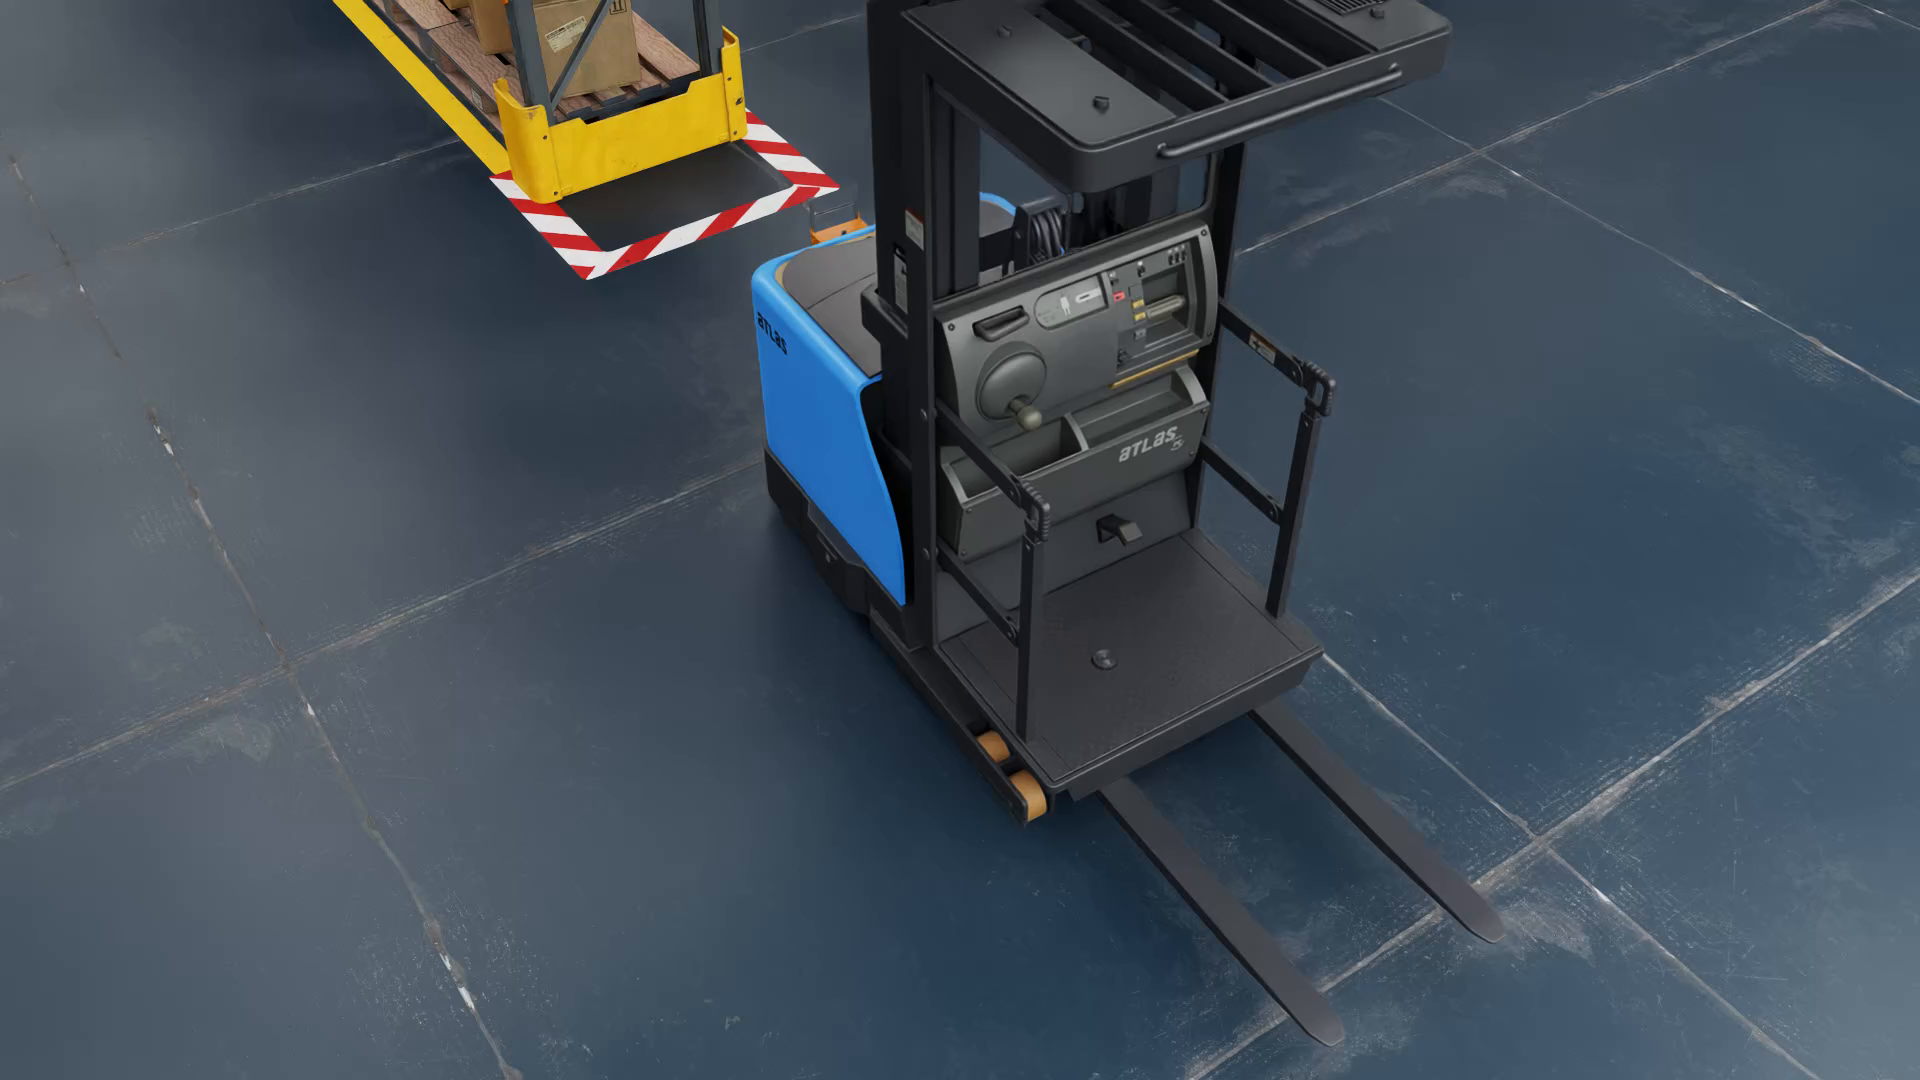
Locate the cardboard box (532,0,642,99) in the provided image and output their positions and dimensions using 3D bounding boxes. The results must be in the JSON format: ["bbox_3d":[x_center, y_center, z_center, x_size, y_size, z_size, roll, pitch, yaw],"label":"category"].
[{"bbox_3d":[-1.925,-2.563,8.269,0.500,0.500,0.500,-17,46,-17],"label":"cardboard box"}]

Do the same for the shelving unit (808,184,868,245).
[{"bbox_3d":[-0.398,-0.817,6.345,0.215,1.050,0.252,-23,48,-23],"label":"shelving unit"}]

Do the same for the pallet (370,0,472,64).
[{"bbox_3d":[-2.755,-3.154,9.401,1.003,0.211,1.213,-26,49,-24],"label":"pallet"}]

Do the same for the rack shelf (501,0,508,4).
[{"bbox_3d":[-2.726,-3.828,8.608,1.077,0.370,4.000,-26,49,-24],"label":"rack shelf"}]

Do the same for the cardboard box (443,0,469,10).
[{"bbox_3d":[-2.638,-3.250,8.988,0.500,0.500,0.500,-21,48,-21],"label":"cardboard box"}]

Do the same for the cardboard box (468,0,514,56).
[{"bbox_3d":[-2.295,-2.888,8.609,0.500,0.500,0.500,-14,45,-14],"label":"cardboard box"}]

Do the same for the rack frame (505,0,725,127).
[{"bbox_3d":[-1.582,-2.955,7.173,1.000,3.000,0.127,-26,49,-24],"label":"rack frame"}]

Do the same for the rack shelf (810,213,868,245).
[{"bbox_3d":[-0.398,-1.014,6.157,0.215,0.259,0.240,-23,48,-23],"label":"rack shelf"}]

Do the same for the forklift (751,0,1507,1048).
[{"bbox_3d":[0.477,-0.535,4.688,1.130,2.935,3.031,-23,48,-23],"label":"forklift"}]

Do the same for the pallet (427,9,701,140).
[{"bbox_3d":[-2.061,-2.464,8.678,1.003,0.211,1.213,-26,49,-24],"label":"pallet"}]

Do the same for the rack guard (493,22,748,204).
[{"bbox_3d":[-1.625,-2.094,8.081,1.175,0.500,0.348,-26,49,-24],"label":"rack guard"}]

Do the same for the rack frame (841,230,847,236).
[{"bbox_3d":[-0.333,-0.745,6.270,0.200,1.050,0.008,-23,48,-23],"label":"rack frame"}]

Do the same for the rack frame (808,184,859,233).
[{"bbox_3d":[-0.463,-0.888,6.420,0.200,1.050,0.008,-23,48,-23],"label":"rack frame"}]
